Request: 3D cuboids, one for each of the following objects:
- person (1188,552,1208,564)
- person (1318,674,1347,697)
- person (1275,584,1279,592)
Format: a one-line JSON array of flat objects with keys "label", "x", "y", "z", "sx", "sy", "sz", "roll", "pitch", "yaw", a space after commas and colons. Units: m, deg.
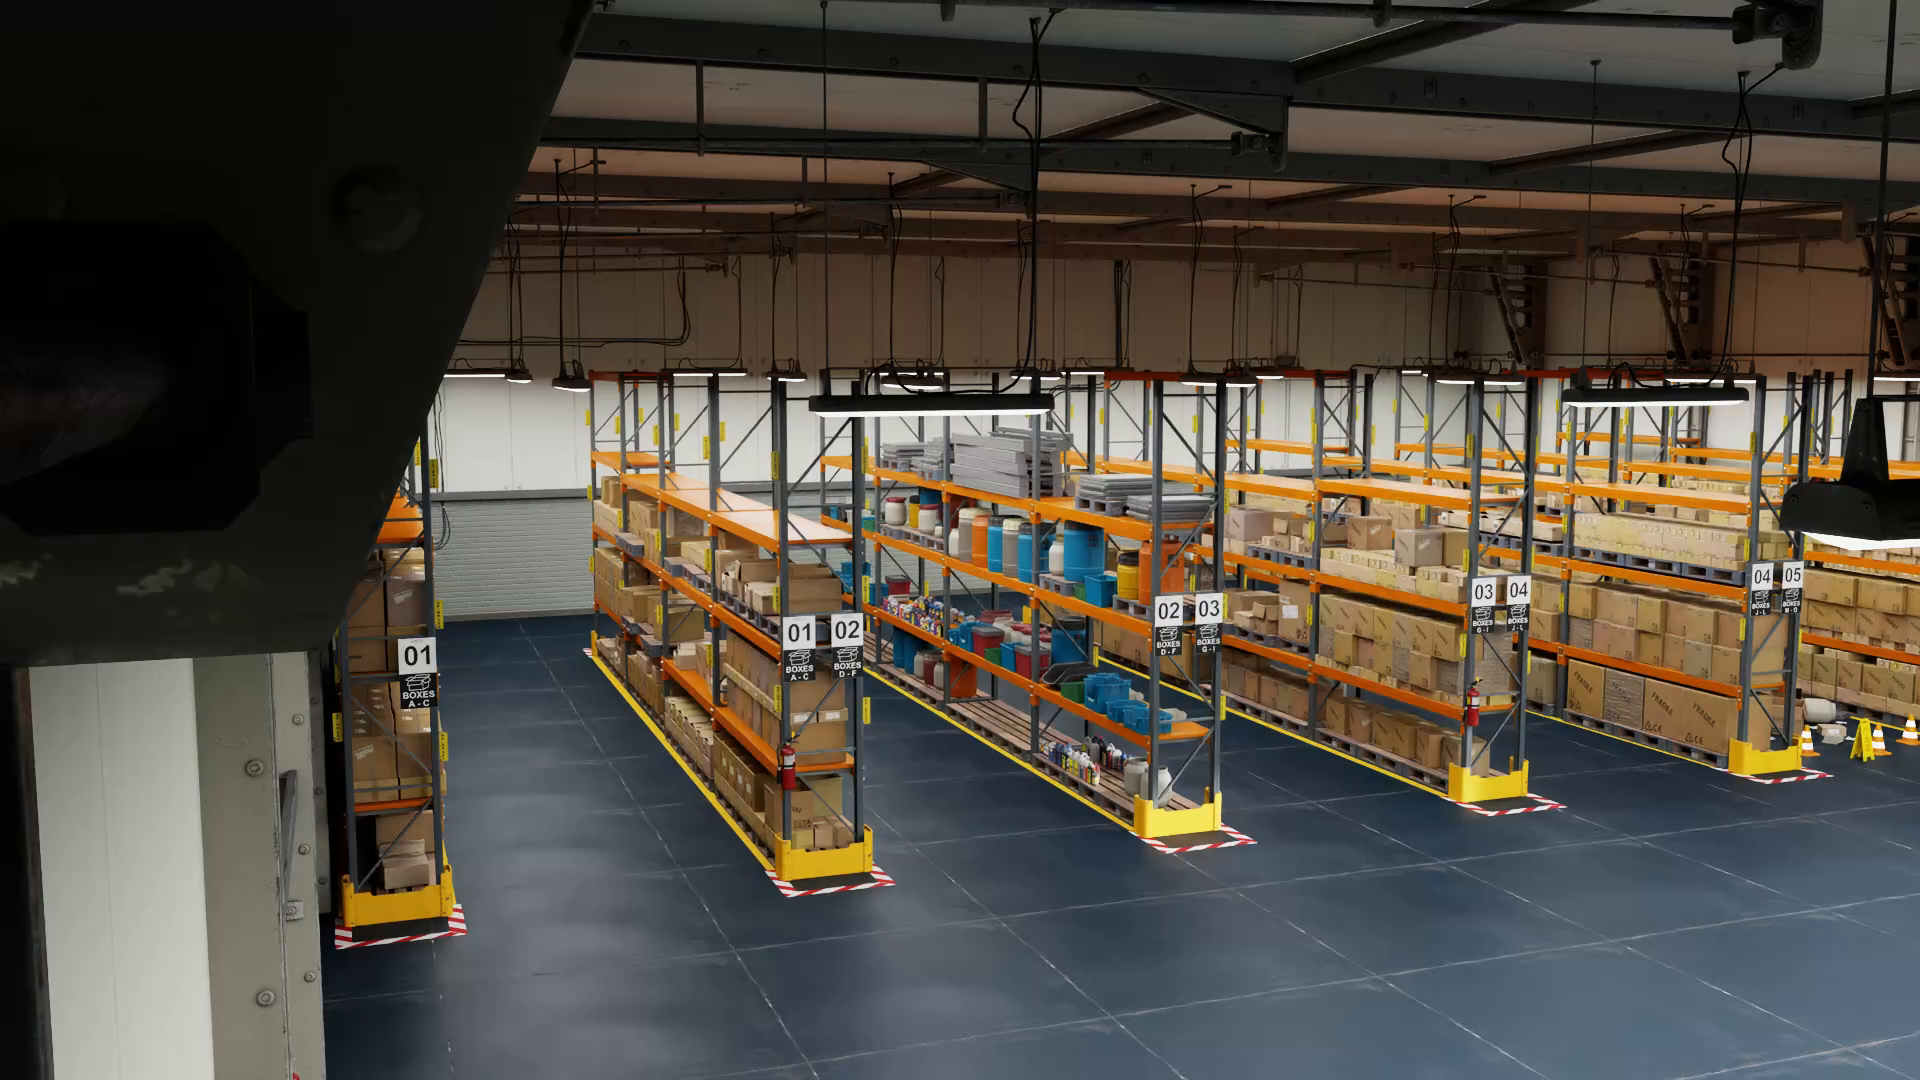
[{"label": "person", "x": 5.823, "y": 0.859, "z": 41.130, "sx": 0.501, "sy": 1.805, "sz": 0.545, "roll": -6, "pitch": 9, "yaw": -43}, {"label": "person", "x": 6.833, "y": 2.091, "z": 30.183, "sx": 0.474, "sy": 1.773, "sz": 0.634, "roll": -6, "pitch": 9, "yaw": -44}, {"label": "person", "x": 8.671, "y": 0.564, "z": 44.395, "sx": 0.503, "sy": 1.599, "sz": 0.742, "roll": 6, "pitch": 8, "yaw": 41}]
